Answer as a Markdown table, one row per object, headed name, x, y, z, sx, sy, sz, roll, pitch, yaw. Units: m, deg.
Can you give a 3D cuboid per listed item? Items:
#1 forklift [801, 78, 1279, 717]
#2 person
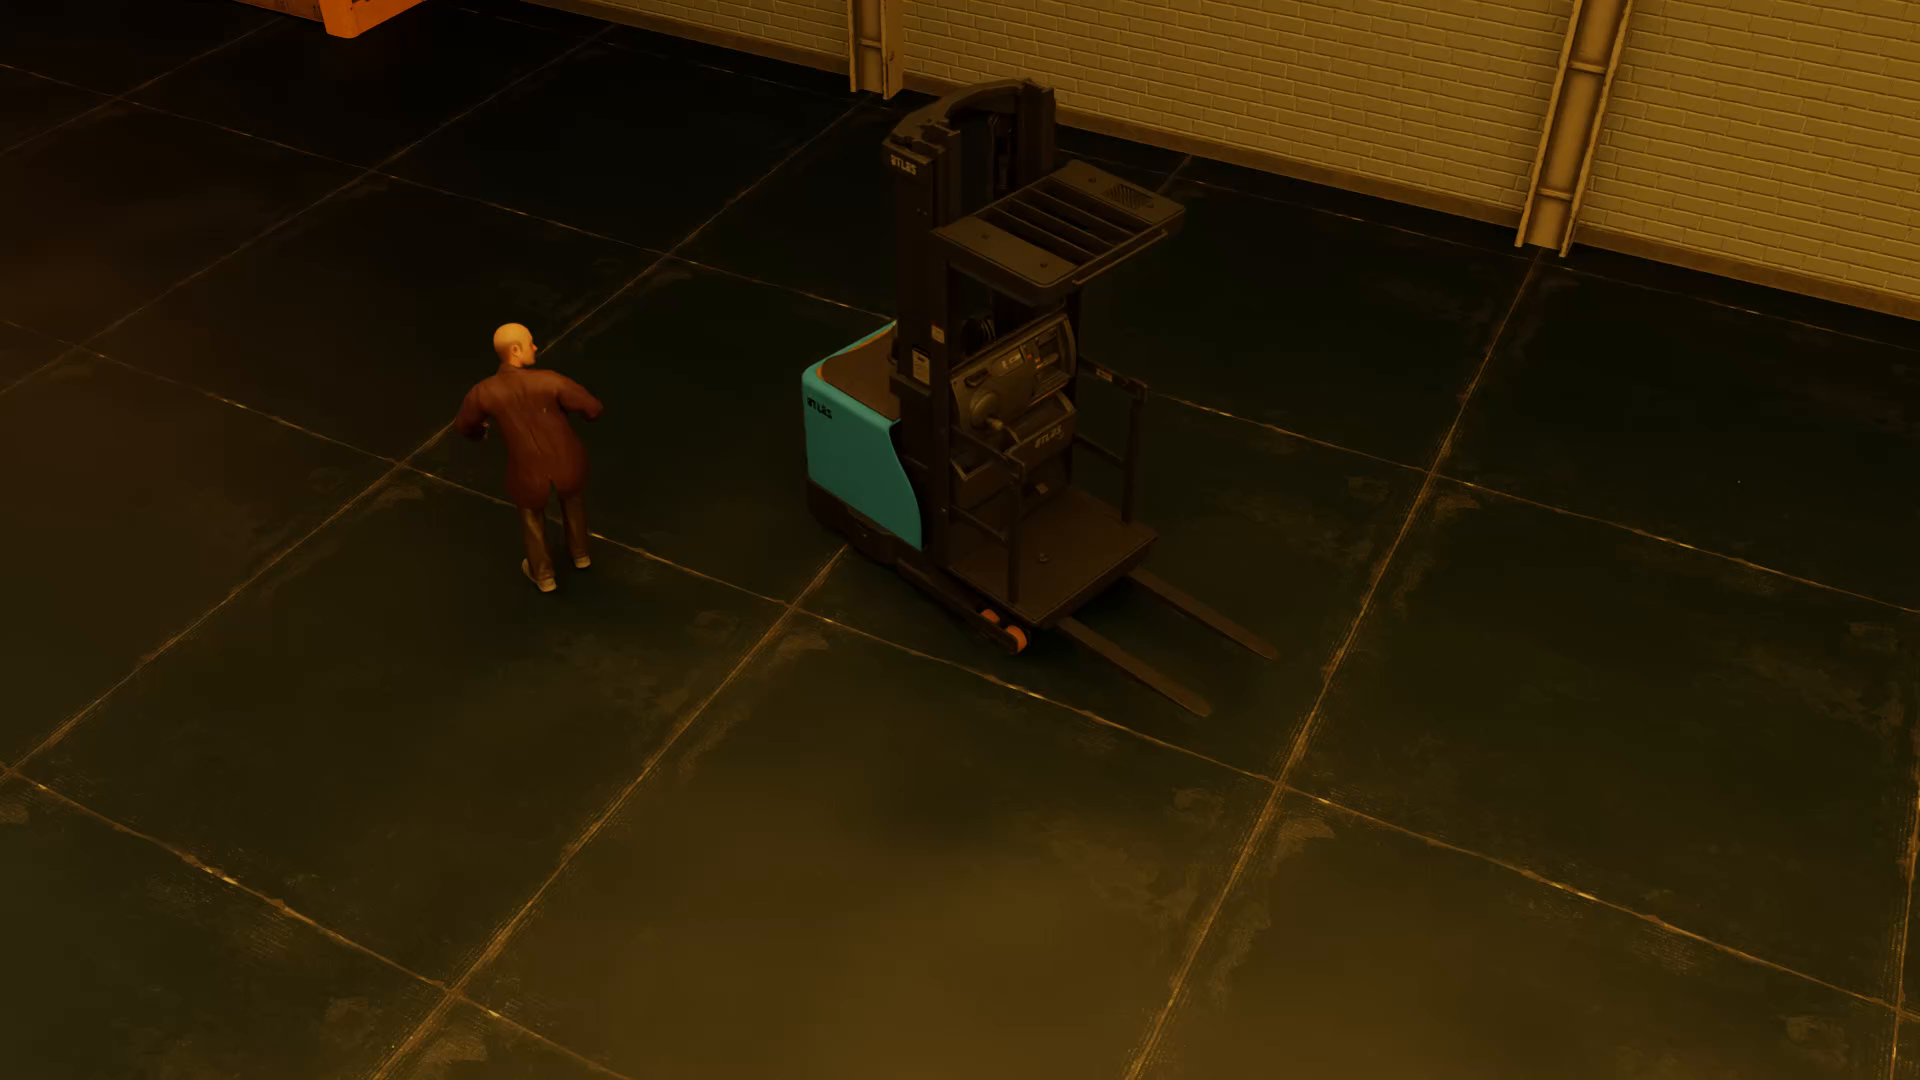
| name | x | y | z | sx | sy | sz | roll | pitch | yaw |
| --- | --- | --- | --- | --- | --- | --- | --- | --- | --- |
| forklift | 0.450 | -0.849 | 8.995 | 3.031 | 2.935 | 1.130 | 32 | 50 | 32 |
| person | -2.428 | -0.505 | 9.561 | 0.830 | 1.723 | 0.576 | -8 | 41 | -9 |
